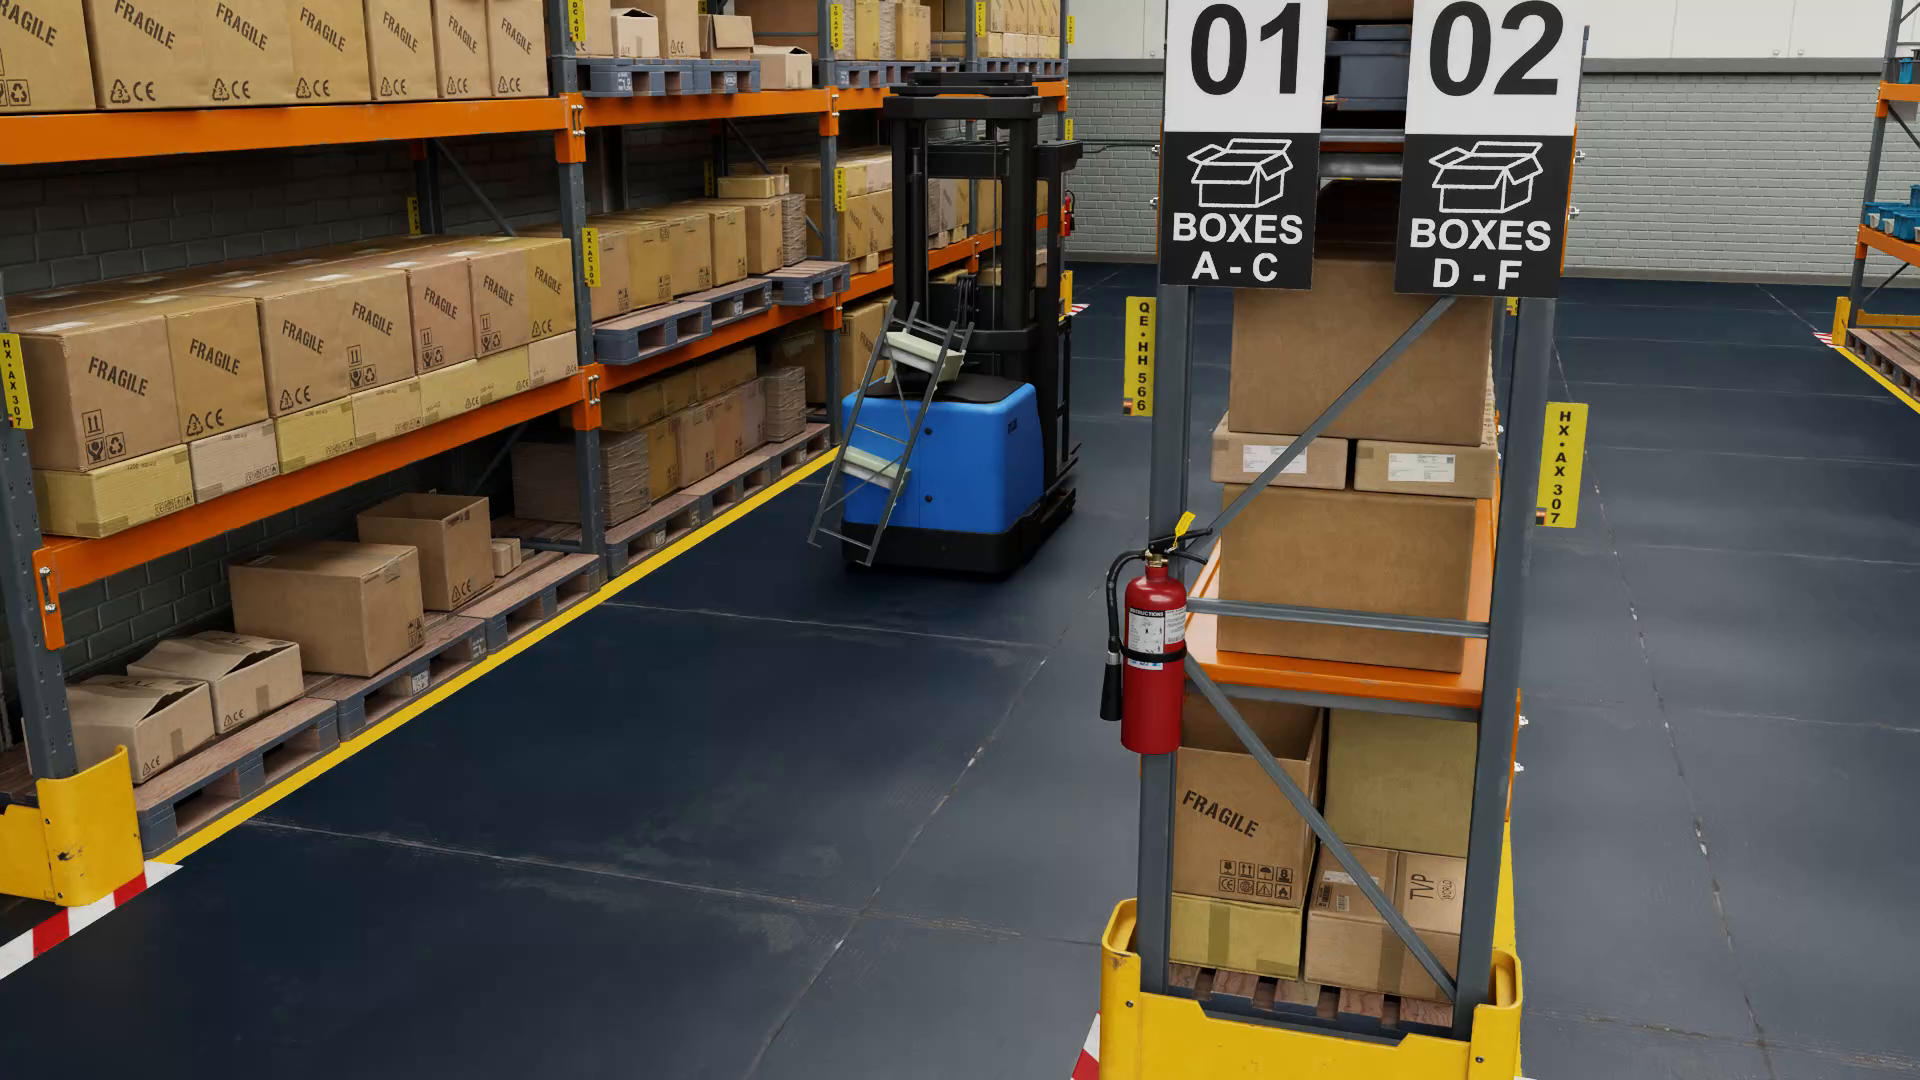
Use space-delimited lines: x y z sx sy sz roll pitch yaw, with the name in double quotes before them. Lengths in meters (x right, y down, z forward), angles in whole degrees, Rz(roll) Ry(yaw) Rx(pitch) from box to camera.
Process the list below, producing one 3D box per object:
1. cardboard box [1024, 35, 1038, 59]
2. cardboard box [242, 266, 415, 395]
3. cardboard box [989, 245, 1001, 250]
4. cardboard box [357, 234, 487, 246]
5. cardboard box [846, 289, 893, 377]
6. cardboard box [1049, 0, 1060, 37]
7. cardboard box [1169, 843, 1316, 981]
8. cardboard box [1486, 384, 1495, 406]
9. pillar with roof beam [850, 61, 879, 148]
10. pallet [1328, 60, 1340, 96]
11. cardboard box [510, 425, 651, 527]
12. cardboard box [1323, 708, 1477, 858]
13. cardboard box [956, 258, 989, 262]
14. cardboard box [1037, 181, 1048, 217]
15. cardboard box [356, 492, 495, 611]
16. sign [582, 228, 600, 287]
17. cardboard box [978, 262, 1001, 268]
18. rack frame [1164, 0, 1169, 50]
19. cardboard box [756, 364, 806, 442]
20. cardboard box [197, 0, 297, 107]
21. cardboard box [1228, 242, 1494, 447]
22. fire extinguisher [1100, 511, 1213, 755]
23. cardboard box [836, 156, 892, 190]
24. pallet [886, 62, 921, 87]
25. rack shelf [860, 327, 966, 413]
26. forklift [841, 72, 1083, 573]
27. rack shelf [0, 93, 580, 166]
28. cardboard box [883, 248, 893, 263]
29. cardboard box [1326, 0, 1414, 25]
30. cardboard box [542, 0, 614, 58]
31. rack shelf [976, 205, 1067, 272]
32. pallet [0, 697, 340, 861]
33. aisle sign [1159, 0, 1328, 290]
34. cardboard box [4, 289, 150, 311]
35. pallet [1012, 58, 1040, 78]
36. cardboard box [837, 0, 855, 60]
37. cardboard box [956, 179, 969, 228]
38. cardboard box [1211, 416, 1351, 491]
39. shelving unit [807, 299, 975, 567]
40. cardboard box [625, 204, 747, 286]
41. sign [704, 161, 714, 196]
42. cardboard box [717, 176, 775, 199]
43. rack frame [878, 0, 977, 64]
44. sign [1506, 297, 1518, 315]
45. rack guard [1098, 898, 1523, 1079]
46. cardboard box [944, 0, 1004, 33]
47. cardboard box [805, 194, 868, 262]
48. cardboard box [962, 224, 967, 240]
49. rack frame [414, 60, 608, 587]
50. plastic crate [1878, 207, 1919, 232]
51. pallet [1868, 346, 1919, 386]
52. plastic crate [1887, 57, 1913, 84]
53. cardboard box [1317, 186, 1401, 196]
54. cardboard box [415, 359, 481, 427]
"cardboard box" 0.568 -5.487 18.502 0.500 0.250 0.500 4 16 14
"cardboard box" -2.873 -0.964 7.595 0.500 0.500 0.500 5 17 18
"cardboard box" 0.553 -3.520 20.364 0.380 0.149 0.250 5 17 16
"cardboard box" -2.932 -1.403 9.142 0.500 0.500 0.500 4 16 15
"cardboard box" -0.871 -1.837 14.977 0.750 0.750 0.750 5 16 16
"cardboard box" 0.866 -6.120 19.360 0.500 0.500 0.500 5 16 16
"cardboard box" 0.885 1.176 5.456 0.500 0.250 0.500 5 16 16
"cardboard box" 1.552 -0.428 5.470 0.380 0.149 0.250 4 16 15
"pillar with roof beam" 3.173 -6.107 15.869 9.100 9.000 0.400 5 16 16
"pallet" 1.935 -2.004 7.061 1.003 0.211 1.213 5 16 16
"cardboard box" -2.405 -0.414 10.568 0.700 0.500 0.500 5 17 18
"cardboard box" 1.522 0.724 5.674 0.500 0.500 0.500 5 16 16
"cardboard box" 0.122 -3.122 18.961 0.380 0.149 0.250 4 16 15
"cardboard box" 0.481 -4.170 19.484 0.980 0.700 0.700 4 16 15
"cardboard box" -2.855 0.054 8.916 0.500 0.500 0.500 3 16 12
"sign" -2.076 -1.588 9.344 0.100 0.325 0.005 5 16 16
"cardboard box" 0.407 -3.016 18.587 0.380 0.149 0.250 4 16 14
"rack frame" 1.016 -2.668 3.744 1.000 3.000 0.127 5 16 16
"cardboard box" -1.616 -1.075 12.895 0.700 0.500 0.500 5 17 17
"cardboard box" -3.069 -2.008 6.694 0.500 0.500 0.500 5 17 18
"cardboard box" 1.176 -0.589 4.848 0.700 0.500 0.500 5 16 16
"fire extinguisher" 0.537 0.250 4.591 0.296 0.674 0.183 5 16 16
"cardboard box" -0.795 -3.190 14.440 0.500 0.250 0.500 5 17 16
"pallet" -1.014 -4.075 14.550 1.003 0.211 1.213 5 17 18
"rack shelf" -0.269 -1.016 9.881 0.431 0.370 0.720 21 10 6
"forklift" 0.174 -1.575 11.012 1.130 2.935 3.031 4 16 15
"rack shelf" -3.166 -1.785 7.447 1.077 0.370 4.000 5 16 16
"cardboard box" -0.807 -2.554 14.759 0.380 0.149 0.250 5 17 17
"cardboard box" 1.183 -1.694 4.592 0.797 0.503 0.637 6 17 20
"cardboard box" -2.366 -3.041 9.605 0.500 0.500 0.500 7 17 24
"rack shelf" 0.244 -3.482 18.925 1.077 0.370 4.000 5 16 16
"pallet" -3.448 0.947 7.104 1.003 0.211 1.213 5 16 16
"aisle sign" 0.715 -1.038 4.228 0.394 0.787 0.004 5 16 16
"cardboard box" -3.652 -0.734 6.784 0.500 0.500 0.500 5 17 17
"pallet" 0.267 -5.236 18.459 1.003 0.211 1.213 5 16 16
"cardboard box" -1.278 -4.235 13.776 0.700 0.500 0.500 4 16 13
"cardboard box" -0.214 -3.365 16.431 0.500 0.500 0.500 4 16 15
"cardboard box" 0.942 -0.257 4.865 0.380 0.149 0.250 4 16 15
"shelving unit" -0.401 -0.654 9.946 0.431 1.500 0.755 21 10 6
"cardboard box" -1.918 -2.066 11.627 0.700 0.500 0.500 5 16 16
"sign" -1.994 -2.857 13.283 0.100 0.325 0.005 5 16 16
"cardboard box" -1.608 -2.652 12.503 0.380 0.149 0.250 2 16 7
"rack frame" -0.325 -6.191 16.164 1.000 3.000 0.127 5 16 16
"sign" 2.685 -1.240 7.973 0.100 0.325 0.005 5 16 16
"rack guard" 1.009 1.427 4.882 1.175 0.500 0.348 5 16 16
"cardboard box" 0.147 -5.451 17.001 0.500 0.500 0.500 4 16 15
"cardboard box" -1.078 -2.566 13.614 0.500 0.500 0.500 5 17 18
"cardboard box" -0.149 -3.083 16.625 0.380 0.149 0.250 5 17 16
"rack frame" -2.598 -1.211 9.603 1.000 3.000 0.127 5 16 16
"plastic crate" 9.738 -3.320 17.233 0.416 0.233 0.300 5 16 16
"pallet" 9.691 -1.710 16.472 1.003 0.211 1.213 5 16 16
"plastic crate" 9.934 -4.884 17.293 0.497 0.269 0.590 5 16 16
"cardboard box" 1.890 -1.252 7.184 0.700 0.500 0.500 5 16 16
"cardboard box" -2.720 -0.739 8.176 0.500 0.250 0.500 5 16 16
